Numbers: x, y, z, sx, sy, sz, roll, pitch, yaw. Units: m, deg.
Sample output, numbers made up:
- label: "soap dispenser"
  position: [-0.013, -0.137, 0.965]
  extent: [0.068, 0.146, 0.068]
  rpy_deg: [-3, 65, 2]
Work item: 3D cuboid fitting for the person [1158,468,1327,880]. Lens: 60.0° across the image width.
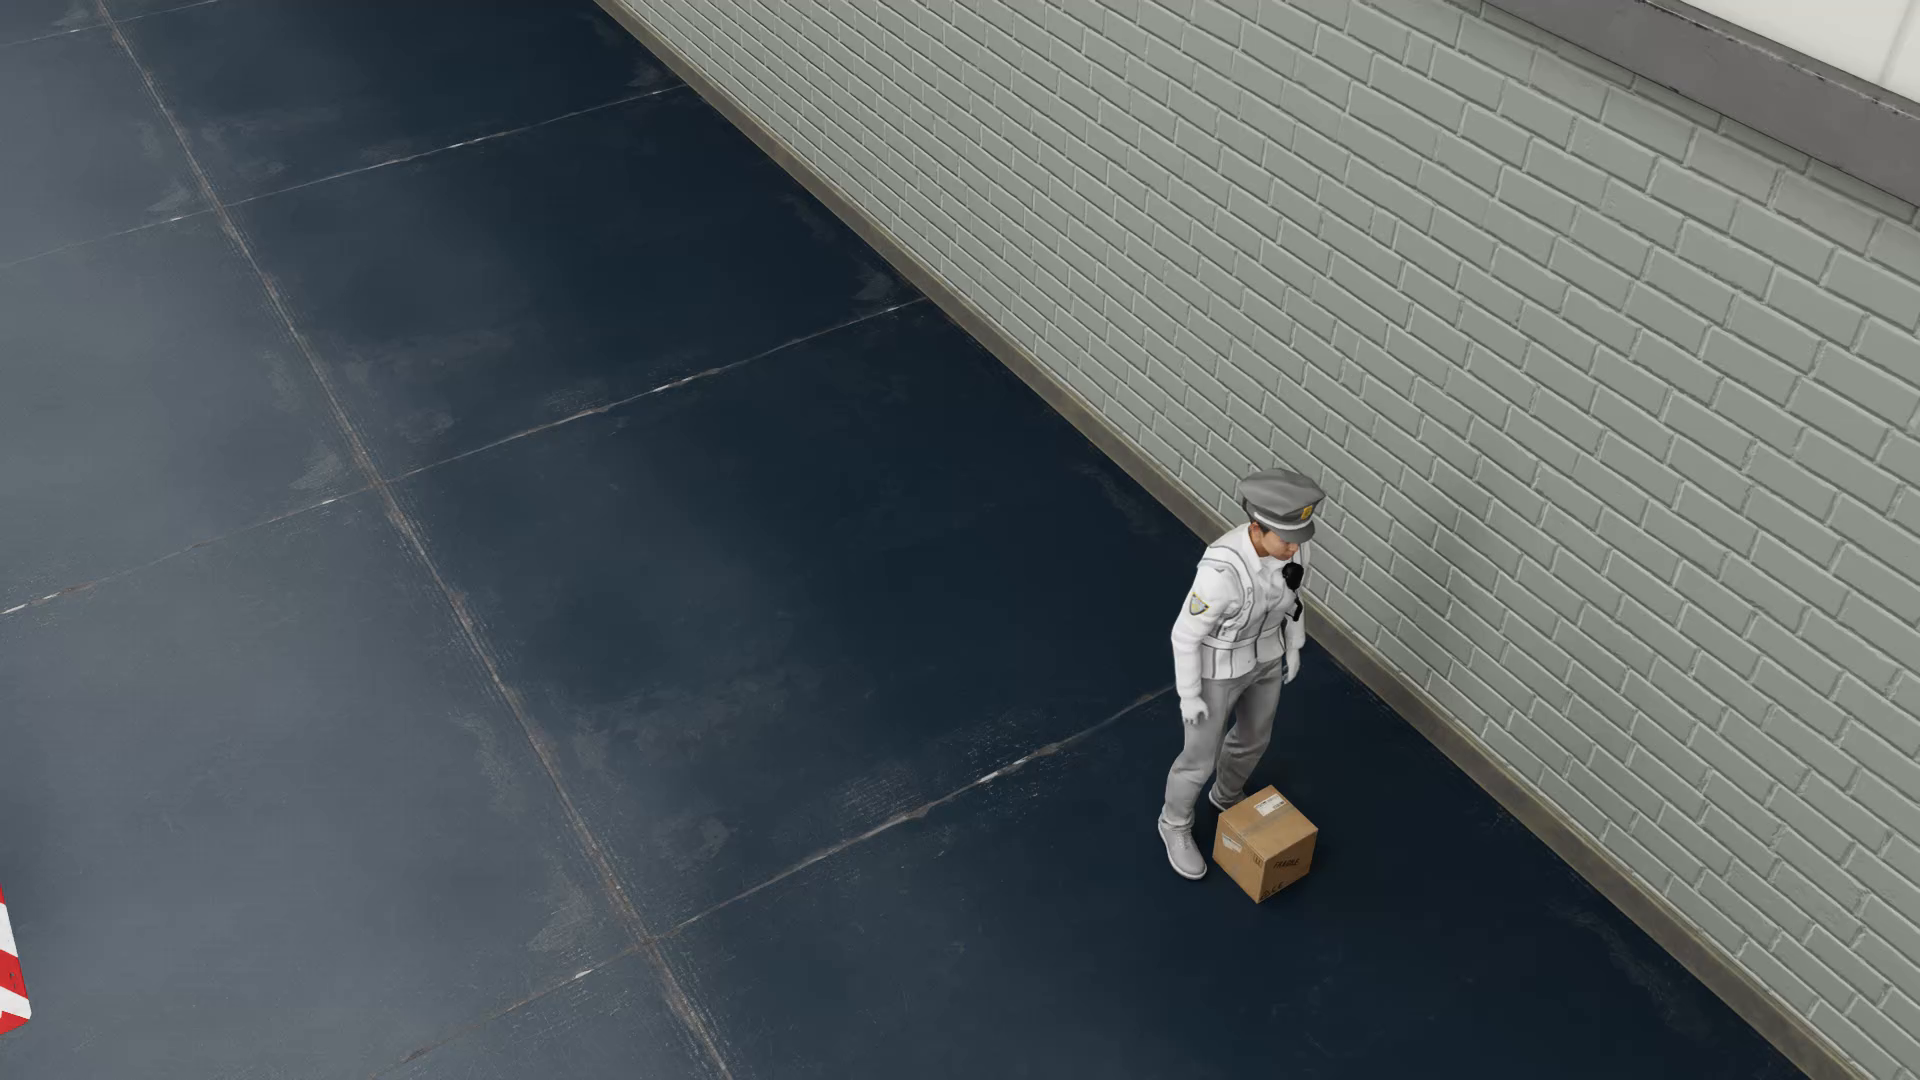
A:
- label: "person"
  position: [0.945, 0.434, 5.656]
  extent: [0.530, 1.663, 0.372]
  rpy_deg: [-22, 46, -24]
